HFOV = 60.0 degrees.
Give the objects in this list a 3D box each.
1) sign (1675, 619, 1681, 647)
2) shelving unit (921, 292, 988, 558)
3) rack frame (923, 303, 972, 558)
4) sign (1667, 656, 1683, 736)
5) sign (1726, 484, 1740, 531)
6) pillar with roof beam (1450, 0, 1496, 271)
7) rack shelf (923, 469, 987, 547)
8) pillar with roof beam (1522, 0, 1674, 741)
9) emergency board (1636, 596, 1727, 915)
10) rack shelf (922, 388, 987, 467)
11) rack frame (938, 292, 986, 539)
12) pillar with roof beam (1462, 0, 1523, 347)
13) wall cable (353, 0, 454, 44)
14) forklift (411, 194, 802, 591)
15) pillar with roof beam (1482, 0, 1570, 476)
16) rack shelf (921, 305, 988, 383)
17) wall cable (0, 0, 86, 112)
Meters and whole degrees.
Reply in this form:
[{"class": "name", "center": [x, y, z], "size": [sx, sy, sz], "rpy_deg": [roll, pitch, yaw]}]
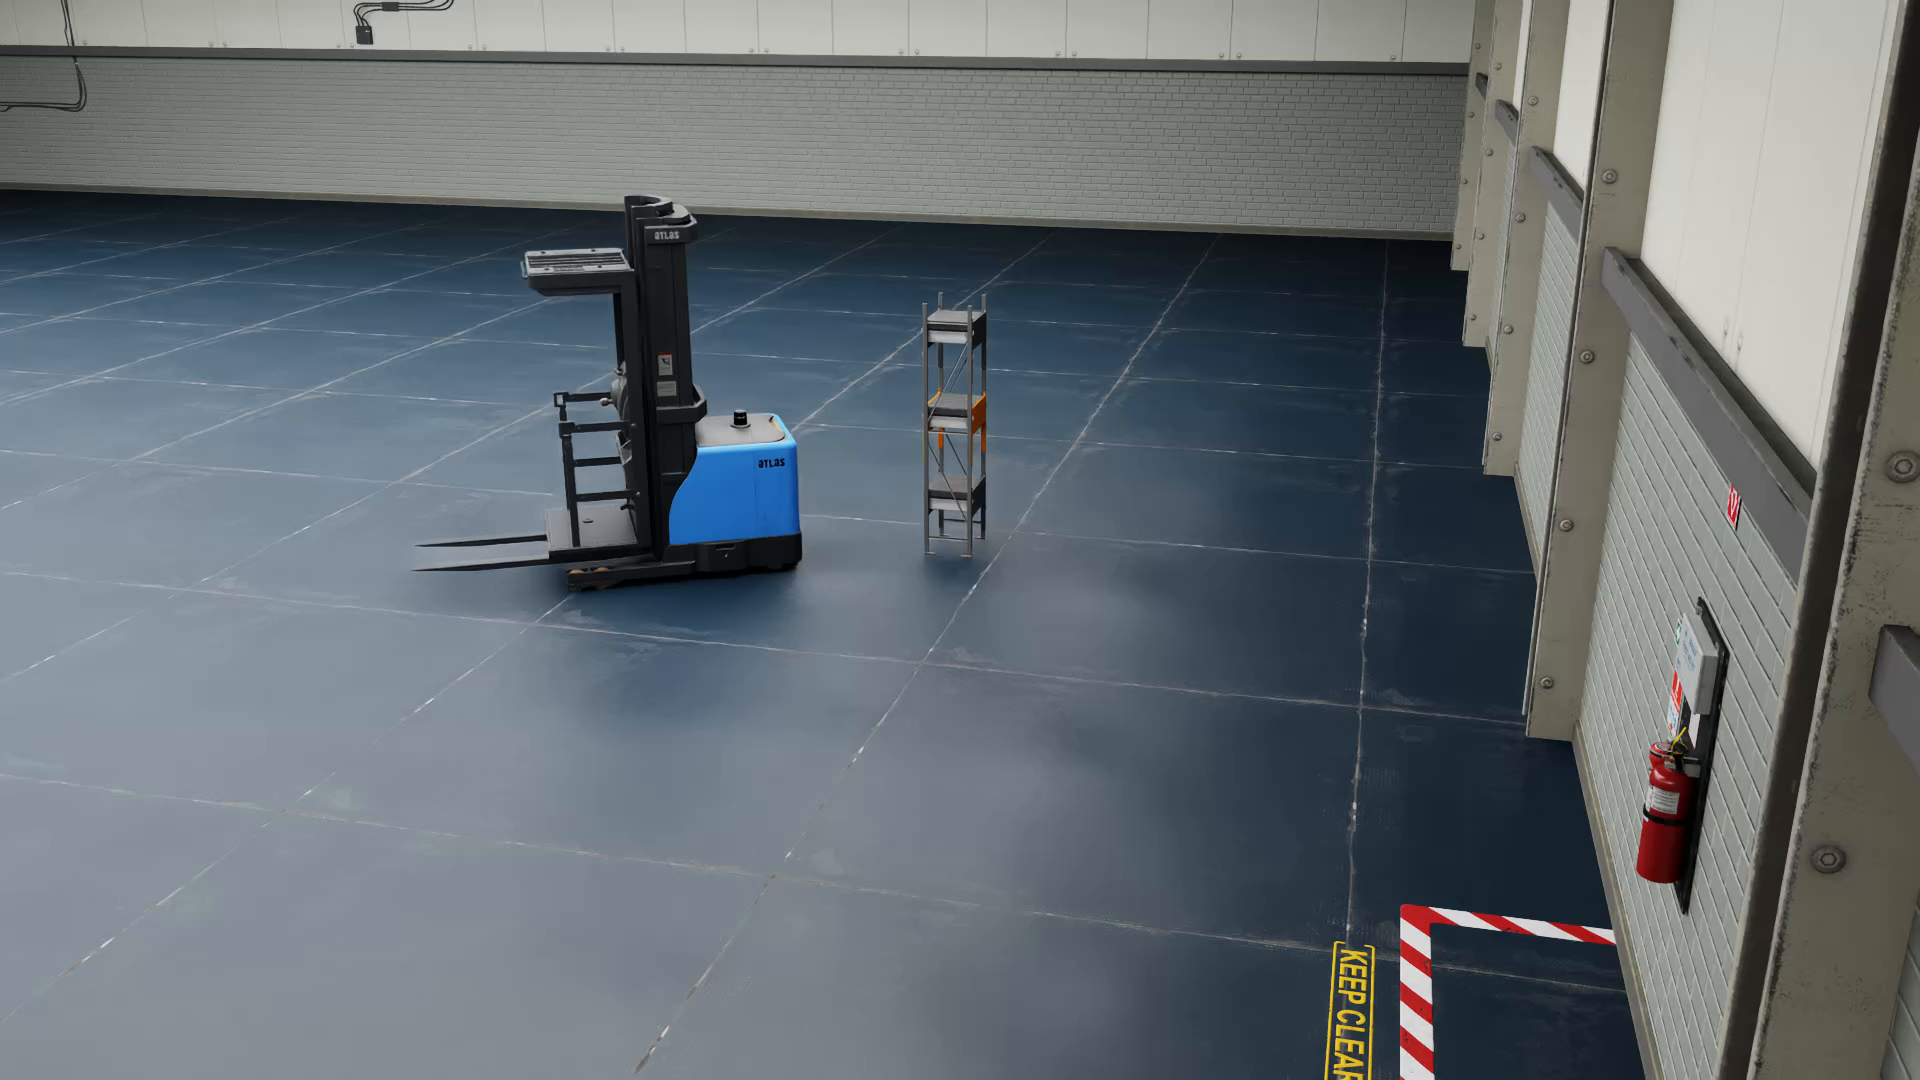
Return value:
[{"class": "sign", "center": [3.188, 0.454, 7.343], "size": [0.001, 0.109, 0.331], "rpy_deg": [5, 19, 13]}, {"class": "shelving unit", "center": [-0.040, -0.942, 13.696], "size": [0.431, 2.100, 0.503], "rpy_deg": [5, 19, 13]}, {"class": "rack frame", "center": [-0.100, -0.865, 13.472], "size": [0.400, 2.100, 0.015], "rpy_deg": [5, 19, 13]}, {"class": "sign", "center": [3.198, 0.704, 7.431], "size": [0.001, 0.329, 0.234], "rpy_deg": [5, 19, 13]}, {"class": "sign", "center": [3.062, -0.206, 6.562], "size": [0.001, 0.298, 0.199], "rpy_deg": [5, 19, 13]}, {"class": "pillar with roof beam", "center": [4.012, -9.044, 26.743], "size": [9.100, 9.000, 0.400], "rpy_deg": [5, 19, 13]}, {"class": "rack shelf", "center": [-0.040, -0.266, 13.927], "size": [0.431, 0.518, 0.480], "rpy_deg": [5, 19, 13]}, {"class": "pillar with roof beam", "center": [-0.386, -3.402, 10.225], "size": [9.100, 9.000, 0.400], "rpy_deg": [5, 19, 13]}, {"class": "emergency board", "center": [2.963, 0.886, 6.953], "size": [0.194, 1.169, 0.643], "rpy_deg": [5, 19, 13]}, {"class": "rack shelf", "center": [-0.040, -0.929, 13.701], "size": [0.431, 0.518, 0.480], "rpy_deg": [5, 19, 13]}, {"class": "rack frame", "center": [0.019, -1.018, 13.920], "size": [0.400, 2.100, 0.015], "rpy_deg": [5, 19, 13]}, {"class": "pillar with roof beam", "center": [2.546, -7.163, 21.237], "size": [9.100, 9.000, 0.400], "rpy_deg": [5, 19, 13]}, {"class": "wall cable", "center": [-11.155, -12.865, 32.669], "size": [2.305, 6.003, 0.169], "rpy_deg": [5, 19, 13]}, {"class": "forklift", "center": [-2.857, -1.176, 13.096], "size": [3.031, 2.935, 1.130], "rpy_deg": [-5, 19, -14]}, {"class": "pillar with roof beam", "center": [1.080, -5.283, 15.731], "size": [9.100, 9.000, 0.400], "rpy_deg": [5, 19, 13]}, {"class": "rack shelf", "center": [-0.040, -1.591, 13.474], "size": [0.431, 0.518, 0.480], "rpy_deg": [5, 19, 13]}, {"class": "wall cable", "center": [-20.357, -10.541, 35.930], "size": [3.097, 2.526, 0.112], "rpy_deg": [5, 19, 13]}]
